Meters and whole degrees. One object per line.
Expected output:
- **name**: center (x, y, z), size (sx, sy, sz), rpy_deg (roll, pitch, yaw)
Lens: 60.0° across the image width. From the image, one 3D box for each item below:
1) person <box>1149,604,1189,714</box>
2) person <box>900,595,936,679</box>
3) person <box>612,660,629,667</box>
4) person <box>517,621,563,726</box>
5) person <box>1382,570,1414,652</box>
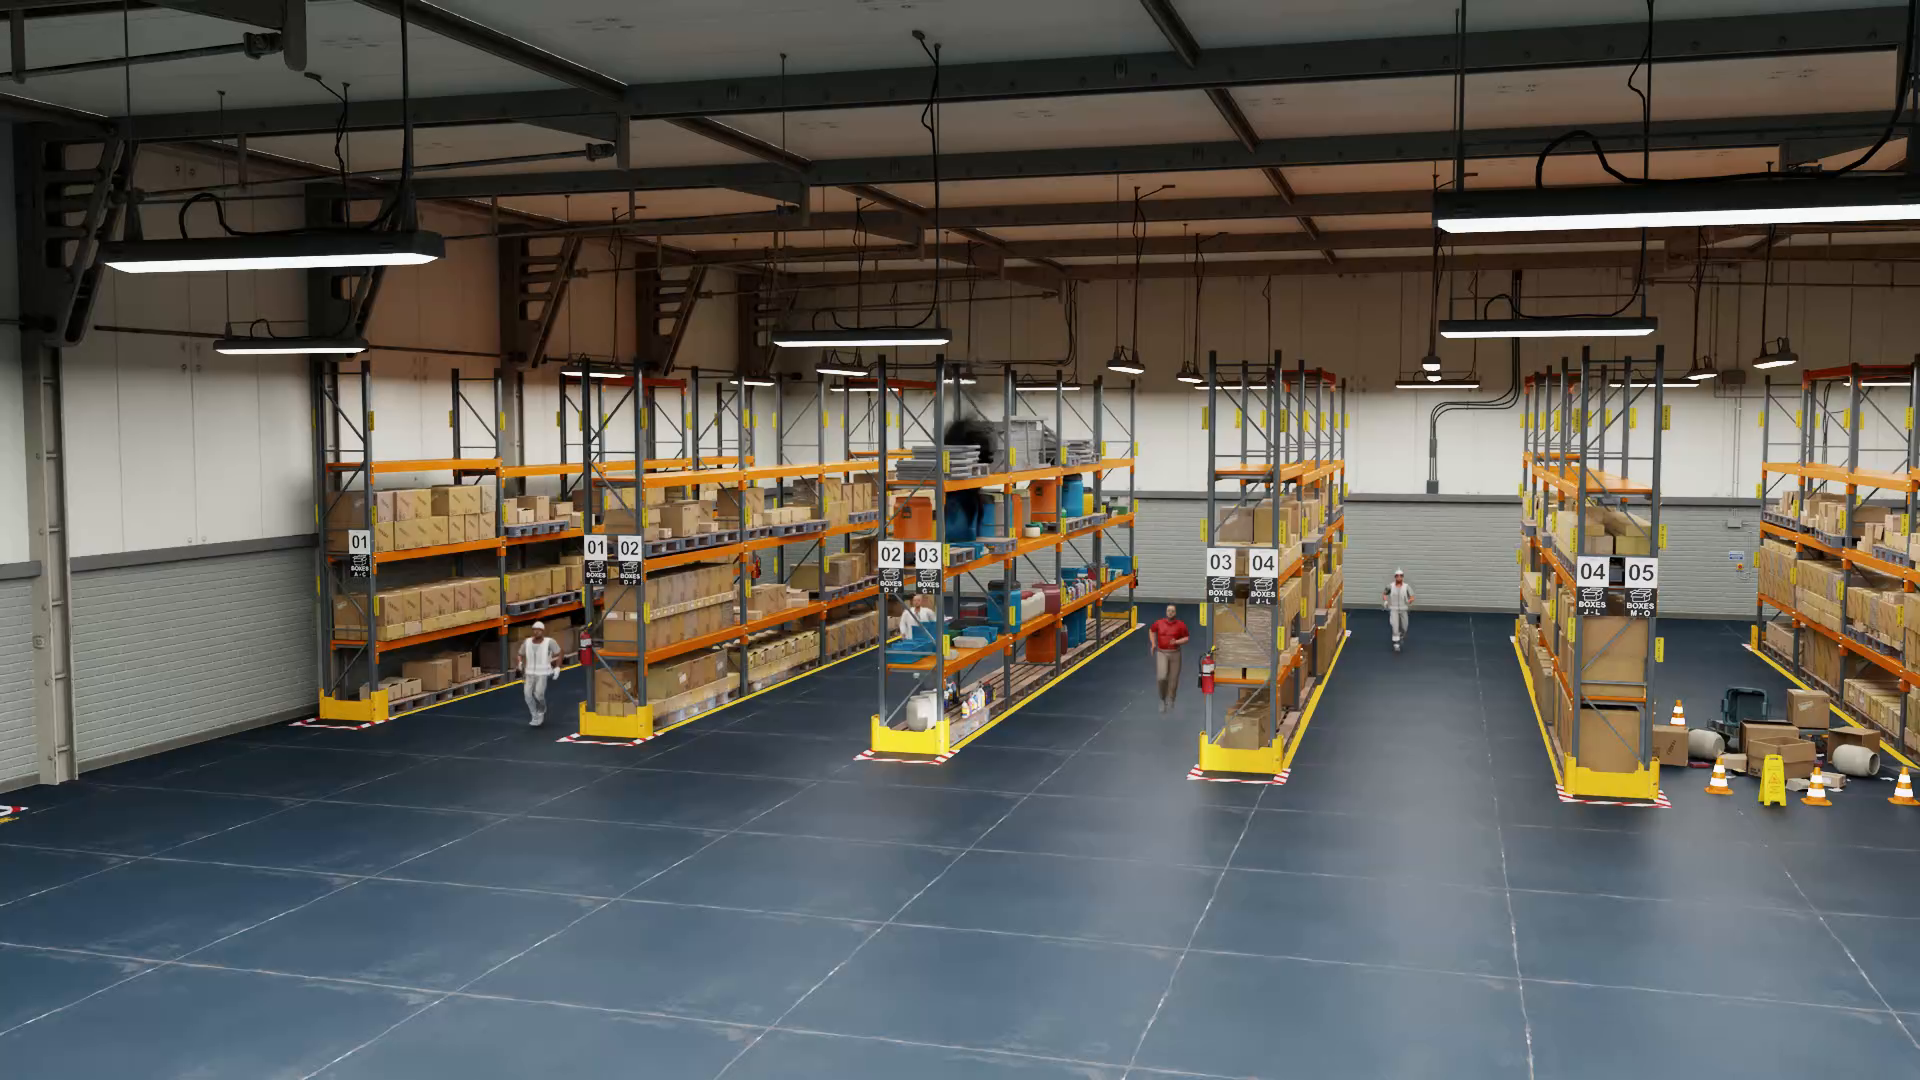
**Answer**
- **person**: center (3.407, 1.945, 27.116), size (0.652, 1.786, 0.653), rpy_deg (1, 4, 7)
- **person**: center (-0.784, 1.819, 30.972), size (0.711, 1.611, 0.839), rpy_deg (0, 4, 5)
- **person**: center (-6.190, 1.985, 30.534), size (0.583, 1.632, 0.905), rpy_deg (1, 4, 12)
- **person**: center (-6.918, 2.196, 27.178), size (0.726, 1.724, 0.555), rpy_deg (1, 4, 8)
- **person**: center (9.533, 1.535, 36.175), size (0.669, 1.749, 0.821), rpy_deg (1, 4, 11)
